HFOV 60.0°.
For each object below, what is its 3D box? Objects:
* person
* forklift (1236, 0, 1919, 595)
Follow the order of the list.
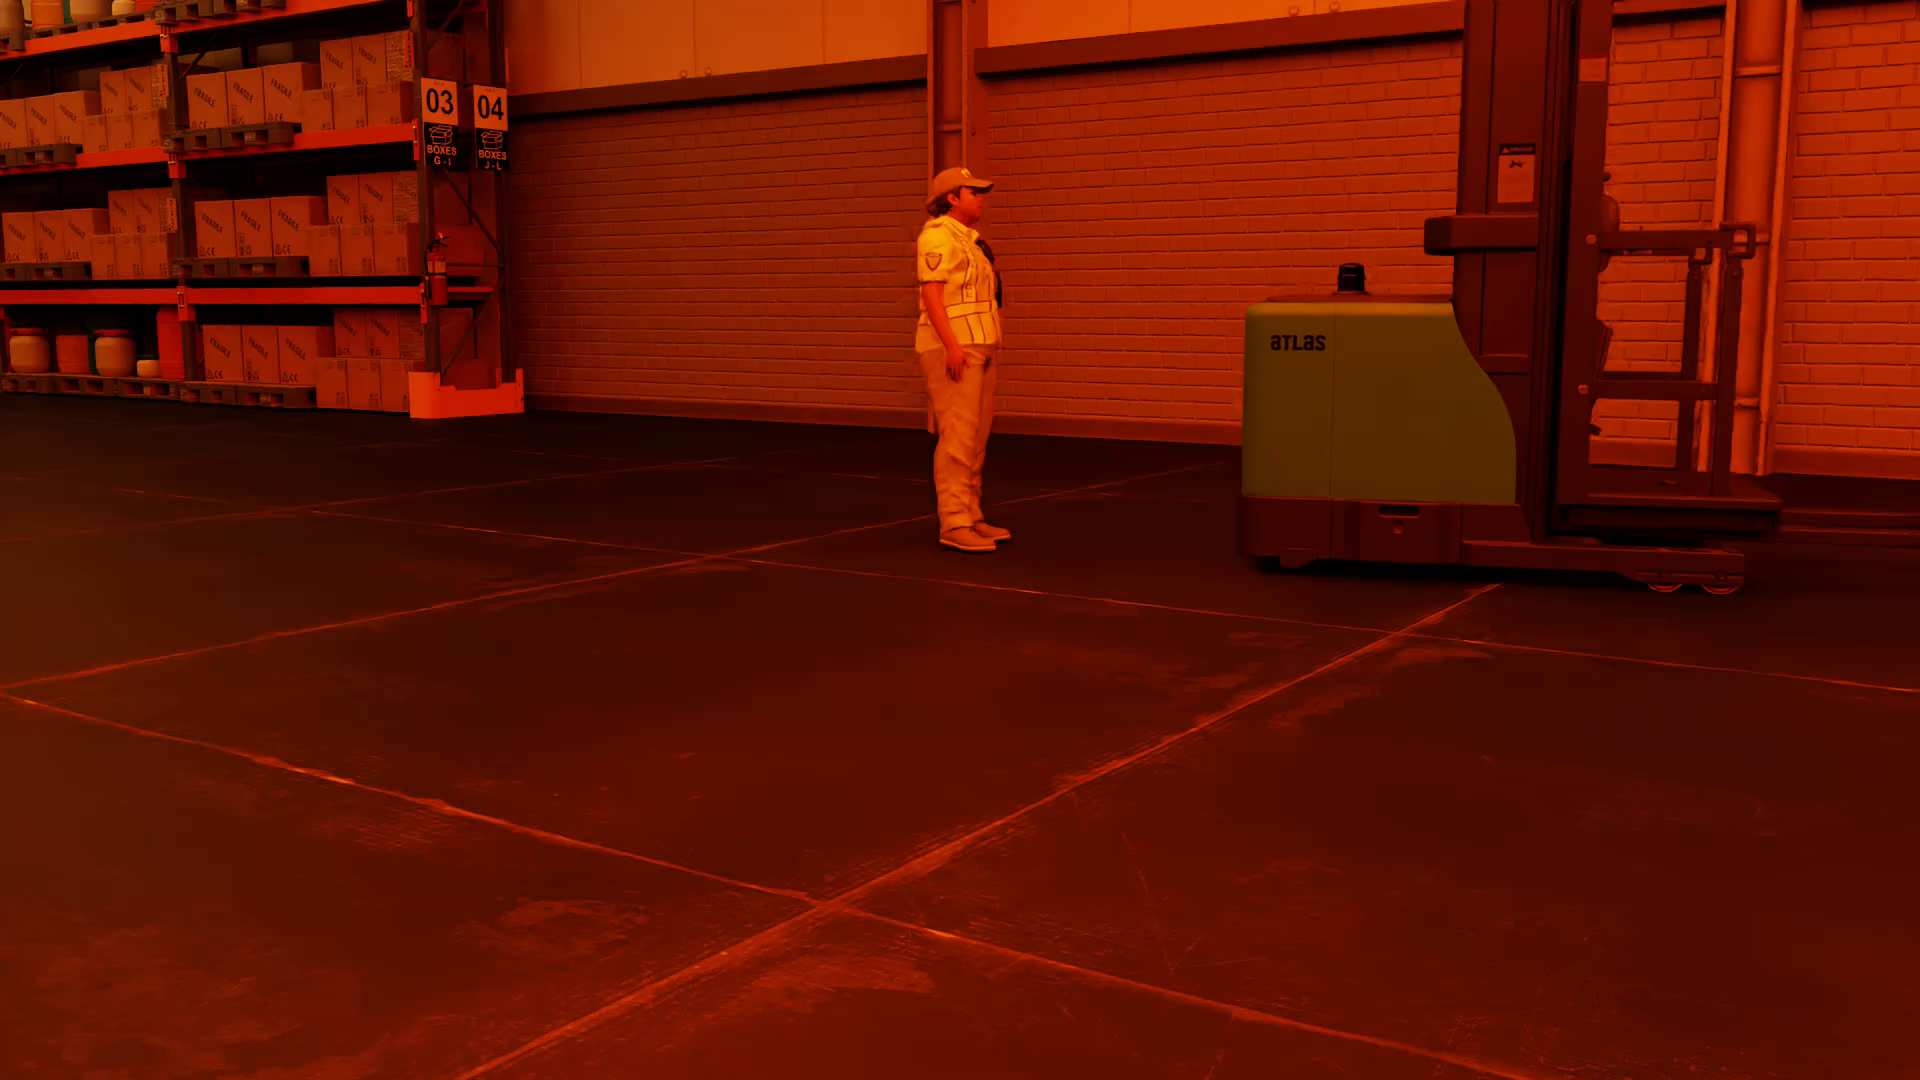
[{"bbox_3d":[0.024,-0.821,7.429,0.442,1.671,0.662,2,8,16],"label":"person"},{"bbox_3d":[2.695,-1.330,6.547,3.031,2.935,1.130,2,8,16],"label":"forklift"}]
